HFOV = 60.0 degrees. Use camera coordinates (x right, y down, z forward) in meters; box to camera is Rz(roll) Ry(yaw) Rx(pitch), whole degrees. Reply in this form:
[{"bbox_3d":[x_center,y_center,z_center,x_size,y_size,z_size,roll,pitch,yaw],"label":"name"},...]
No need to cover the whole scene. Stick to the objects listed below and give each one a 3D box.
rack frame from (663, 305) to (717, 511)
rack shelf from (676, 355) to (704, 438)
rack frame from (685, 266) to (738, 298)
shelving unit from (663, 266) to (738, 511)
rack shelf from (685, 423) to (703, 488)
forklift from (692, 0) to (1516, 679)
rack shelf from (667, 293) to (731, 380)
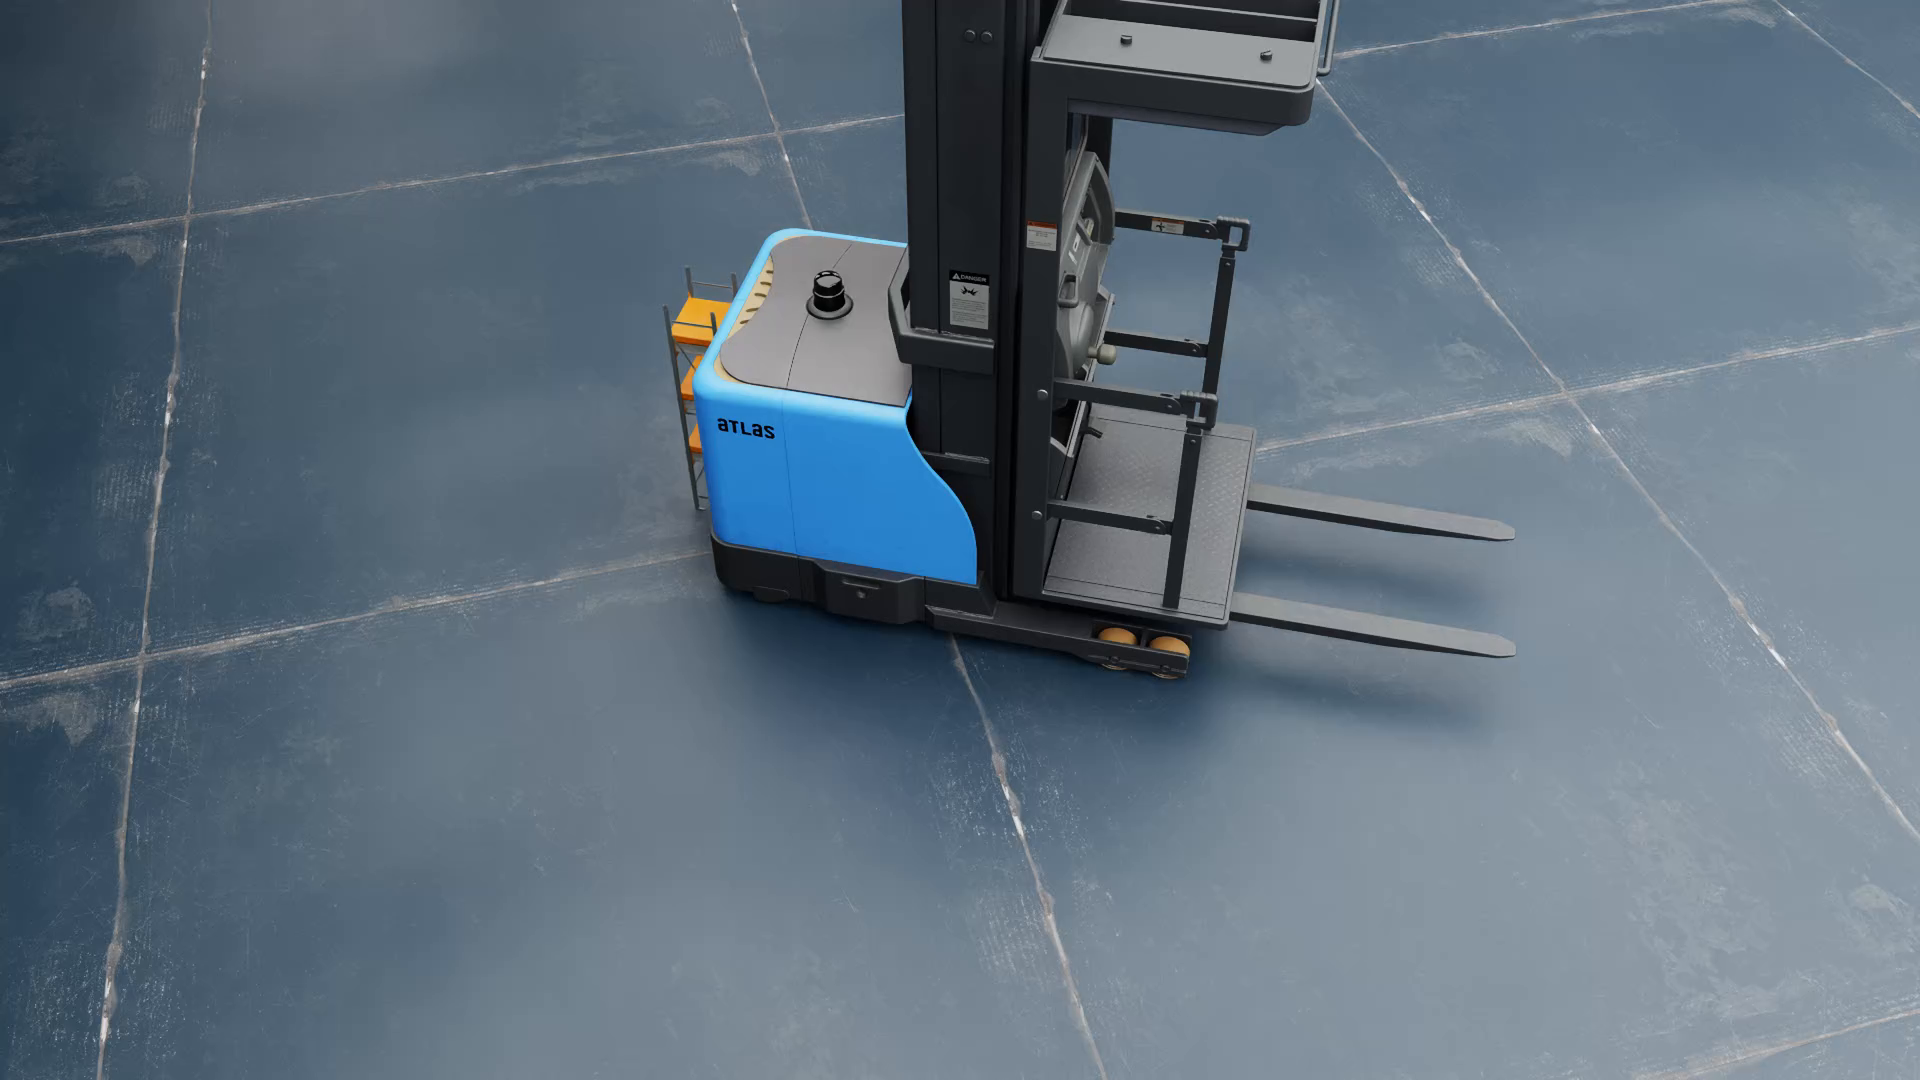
[{"bbox_3d":[-0.997,-0.482,6.488,0.200,1.050,0.008,9,46,9],"label":"rack frame"},{"bbox_3d":[-0.970,-0.560,6.578,0.215,0.259,0.240,9,46,9],"label":"rack shelf"},{"bbox_3d":[-0.942,-0.652,6.654,0.200,1.050,0.008,9,46,9],"label":"rack frame"},{"bbox_3d":[-0.970,-0.567,6.571,0.215,1.050,0.252,9,46,9],"label":"shelving unit"},{"bbox_3d":[-0.970,-0.365,6.777,0.215,0.259,0.240,9,46,9],"label":"rack shelf"},{"bbox_3d":[0.614,-0.925,5.604,3.031,2.935,1.130,9,46,9],"label":"forklift"},{"bbox_3d":[-0.970,-0.758,6.376,0.215,0.259,0.240,9,46,9],"label":"rack shelf"}]
